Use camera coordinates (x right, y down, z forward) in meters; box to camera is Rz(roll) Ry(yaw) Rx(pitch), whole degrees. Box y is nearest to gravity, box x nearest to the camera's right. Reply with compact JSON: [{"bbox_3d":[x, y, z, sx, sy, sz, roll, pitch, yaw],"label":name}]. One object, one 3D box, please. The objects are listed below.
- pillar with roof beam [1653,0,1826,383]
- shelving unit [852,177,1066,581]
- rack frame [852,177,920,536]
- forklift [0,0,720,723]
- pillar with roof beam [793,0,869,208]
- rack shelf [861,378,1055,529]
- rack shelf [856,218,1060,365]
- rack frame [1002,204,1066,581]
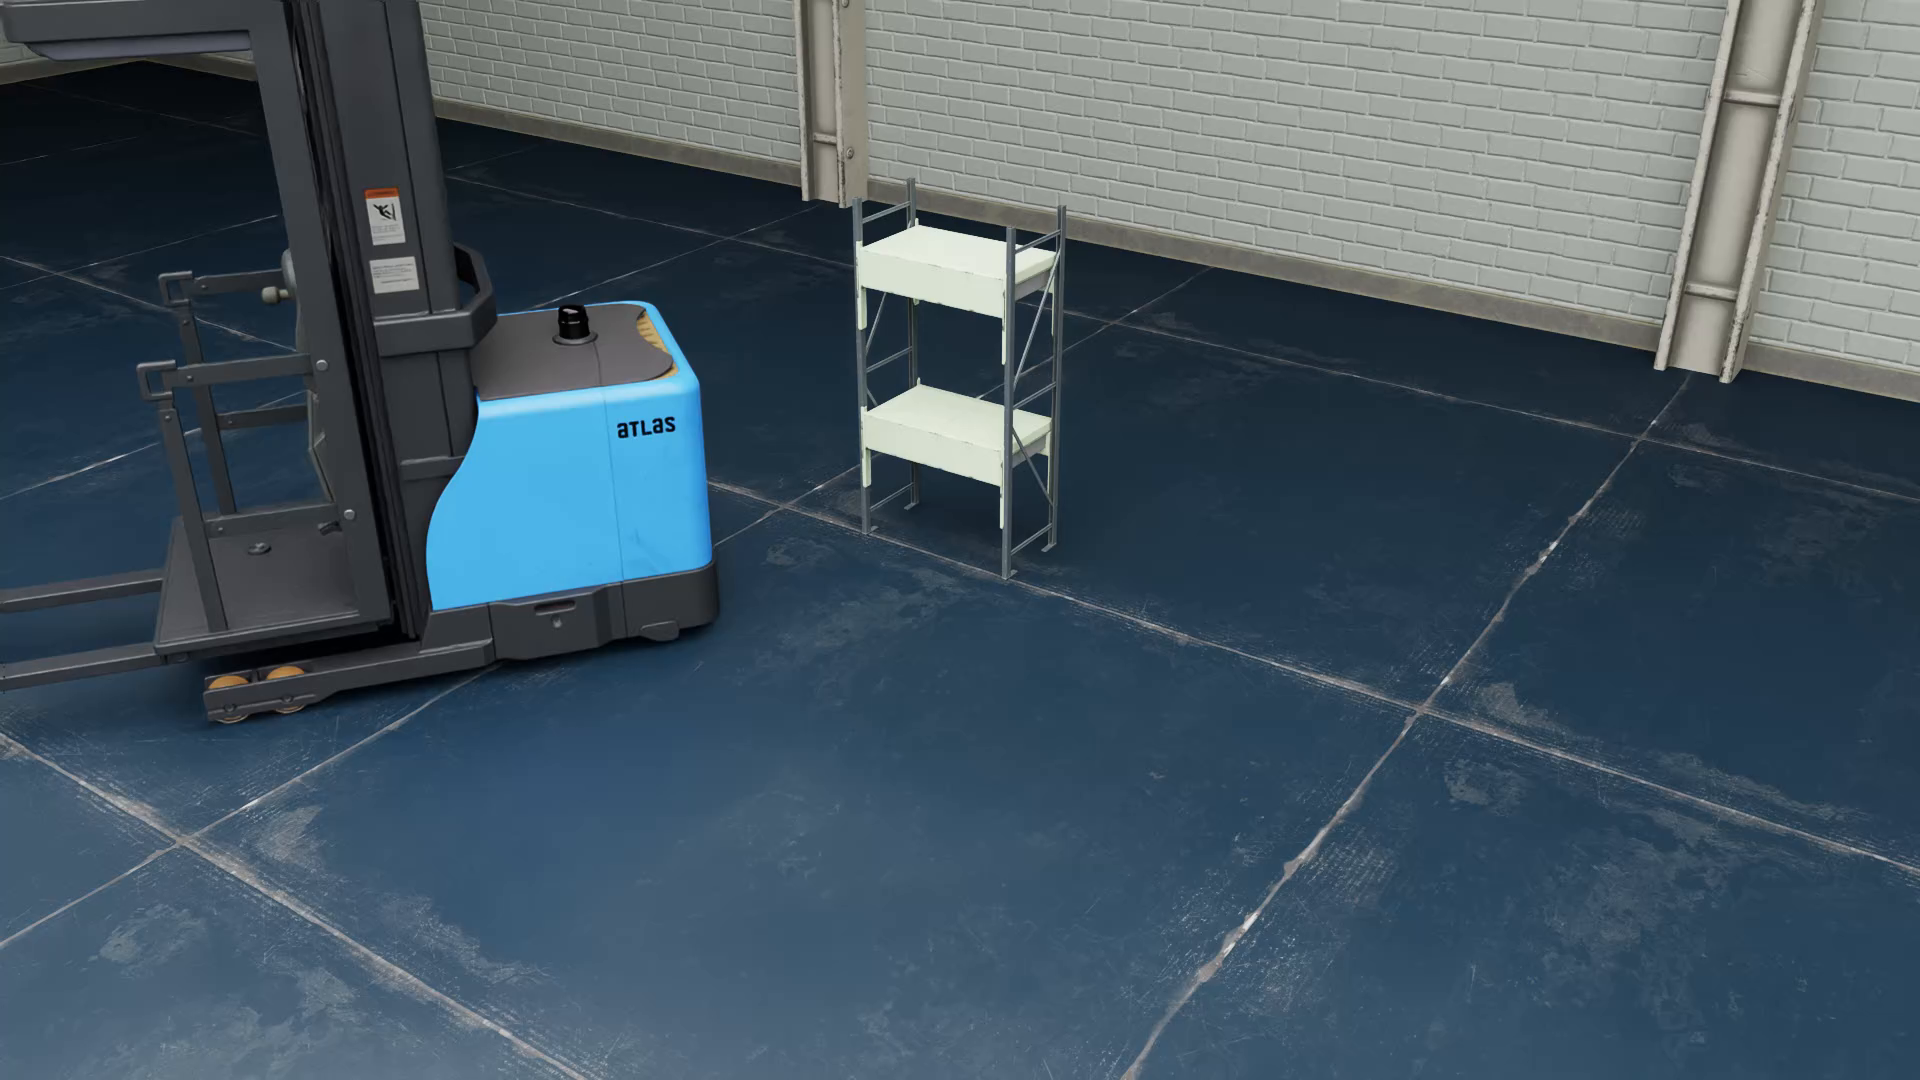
[{"bbox_3d":[1.604,-3.346,3.903,0.400,9.000,9.100,17,32,30],"label":"pillar with roof beam"},{"bbox_3d":[-0.006,-0.670,6.913,0.755,1.500,0.431,17,32,30],"label":"shelving unit"},{"bbox_3d":[-0.307,-0.764,7.098,0.023,1.500,0.400,17,32,30],"label":"rack frame"},{"bbox_3d":[-2.516,-0.921,5.828,3.031,2.935,1.130,-9,28,-17],"label":"forklift"},{"bbox_3d":[-3.342,-4.887,6.931,0.400,9.000,9.100,17,32,30],"label":"pillar with roof beam"},{"bbox_3d":[-0.006,-0.380,7.061,0.720,0.370,0.431,17,32,30],"label":"rack shelf"},{"bbox_3d":[-0.006,-1.018,6.736,0.720,0.370,0.431,17,32,30],"label":"rack shelf"},{"bbox_3d":[0.296,-0.576,6.729,0.023,1.500,0.400,17,32,30],"label":"rack frame"}]
